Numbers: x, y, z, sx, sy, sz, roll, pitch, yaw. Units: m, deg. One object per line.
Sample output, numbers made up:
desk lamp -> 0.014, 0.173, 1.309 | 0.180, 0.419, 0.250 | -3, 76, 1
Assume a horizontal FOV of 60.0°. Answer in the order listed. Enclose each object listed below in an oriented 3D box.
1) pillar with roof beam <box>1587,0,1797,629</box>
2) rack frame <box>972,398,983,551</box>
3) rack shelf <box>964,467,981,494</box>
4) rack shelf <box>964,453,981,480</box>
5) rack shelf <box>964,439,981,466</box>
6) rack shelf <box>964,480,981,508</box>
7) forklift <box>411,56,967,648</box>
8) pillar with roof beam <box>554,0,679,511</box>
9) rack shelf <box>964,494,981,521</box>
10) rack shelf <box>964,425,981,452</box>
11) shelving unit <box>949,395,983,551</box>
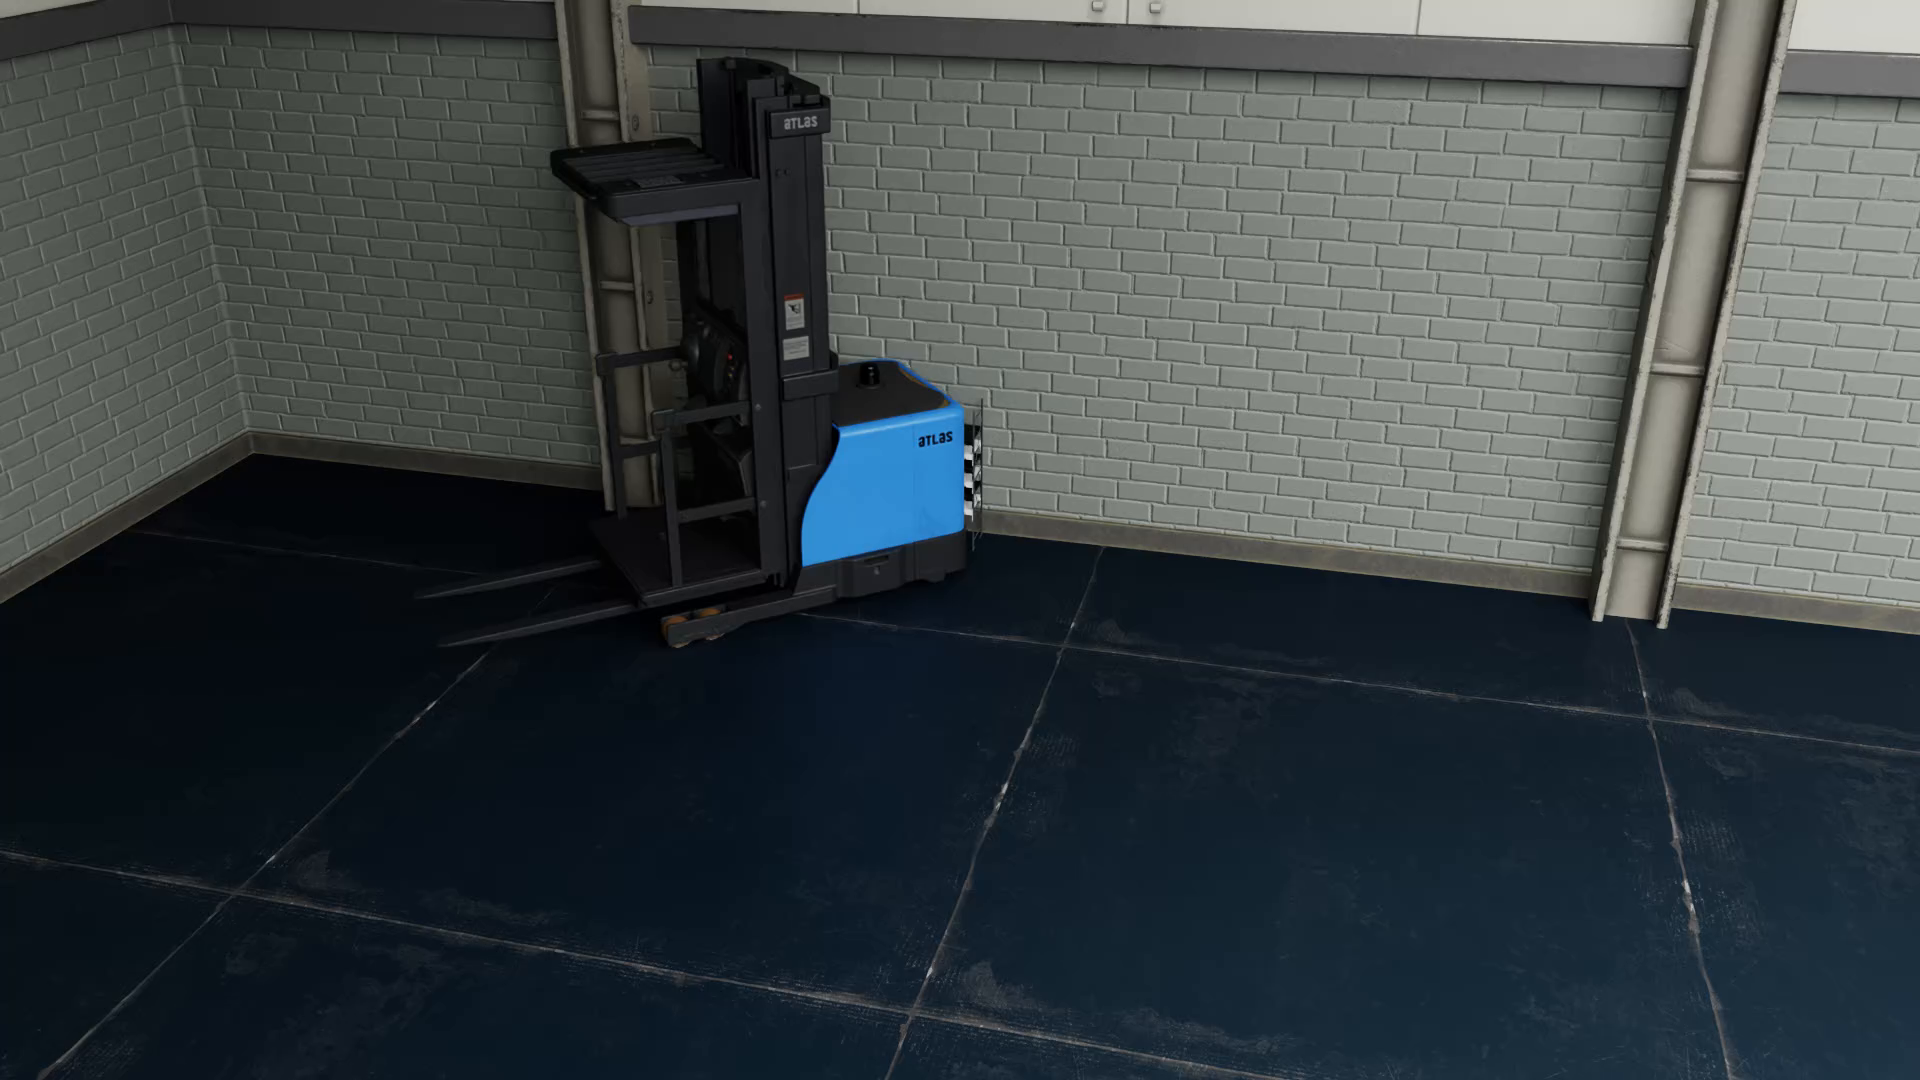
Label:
pillar with roof beam -> 2.693, -1.864, 3.697 | 0.400, 9.000, 9.100 | 6, 26, 13
rack frame -> 0.107, -0.392, 10.026 | 0.006, 0.900, 0.240 | 6, 26, 12
rack shelf -> 0.008, -0.372, 10.062 | 0.200, 0.077, 0.258 | 6, 26, 12
rack shelf -> 0.008, -0.453, 10.023 | 0.200, 0.077, 0.258 | 6, 26, 12
rack shelf -> 0.008, -0.534, 9.984 | 0.200, 0.077, 0.258 | 6, 26, 12
rack shelf -> 0.008, -0.291, 10.100 | 0.200, 0.077, 0.258 | 6, 26, 12
forklift -> -1.510, -0.999, 8.940 | 3.031, 2.935, 1.130 | -13, 28, -25
pillar with roof beam -> -3.118, -2.506, 5.046 | 0.400, 9.000, 9.100 | 6, 26, 13
rack shelf -> 0.008, -0.209, 10.139 | 0.200, 0.077, 0.258 | 6, 26, 12
rack shelf -> 0.008, -0.616, 9.946 | 0.200, 0.077, 0.258 | 6, 26, 12
shelving unit -> 0.008, -0.402, 10.047 | 0.210, 0.900, 0.258 | 6, 26, 12
